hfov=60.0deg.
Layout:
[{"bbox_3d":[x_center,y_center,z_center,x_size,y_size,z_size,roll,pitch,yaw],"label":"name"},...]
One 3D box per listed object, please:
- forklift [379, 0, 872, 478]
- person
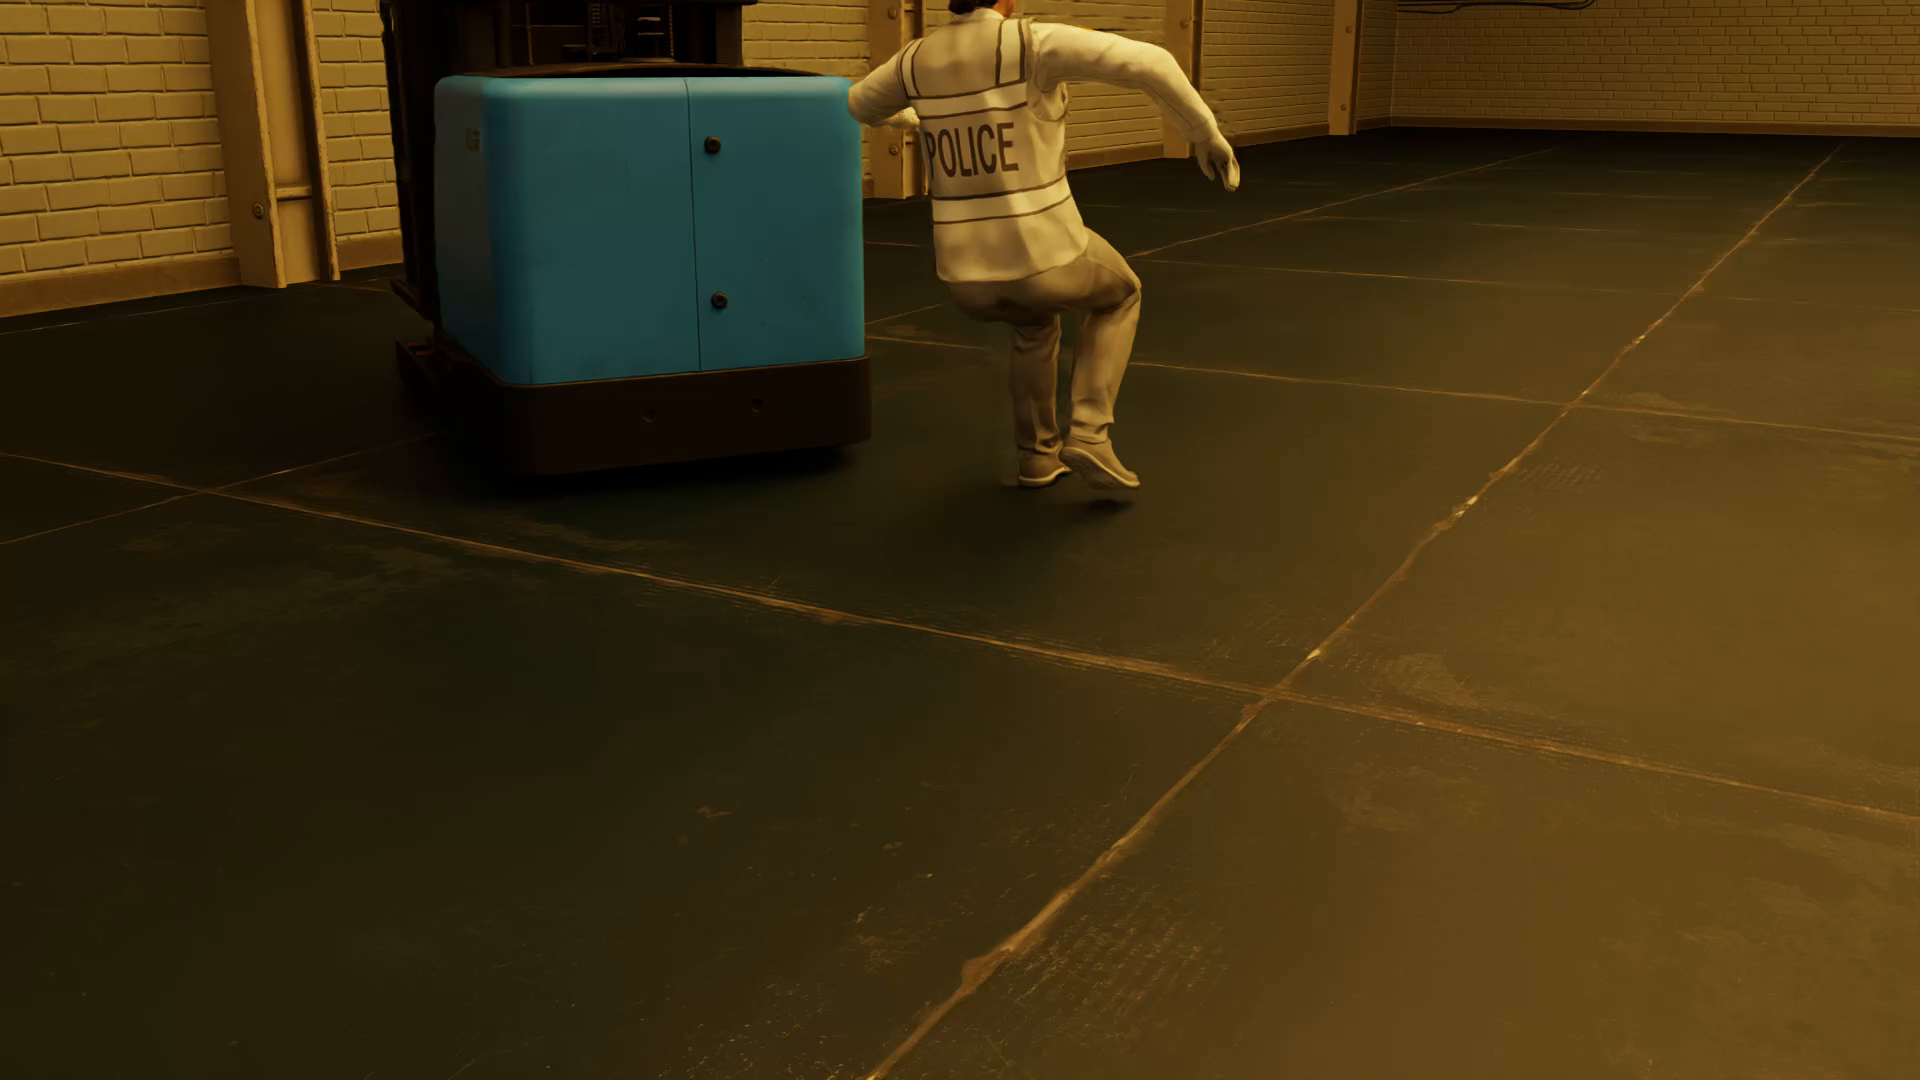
[{"bbox_3d":[-1.346,-1.943,5.449,1.130,2.935,3.031,-8,18,-24],"label":"forklift"},{"bbox_3d":[0.225,-0.802,4.163,1.013,1.458,0.808,7,18,23],"label":"person"}]
